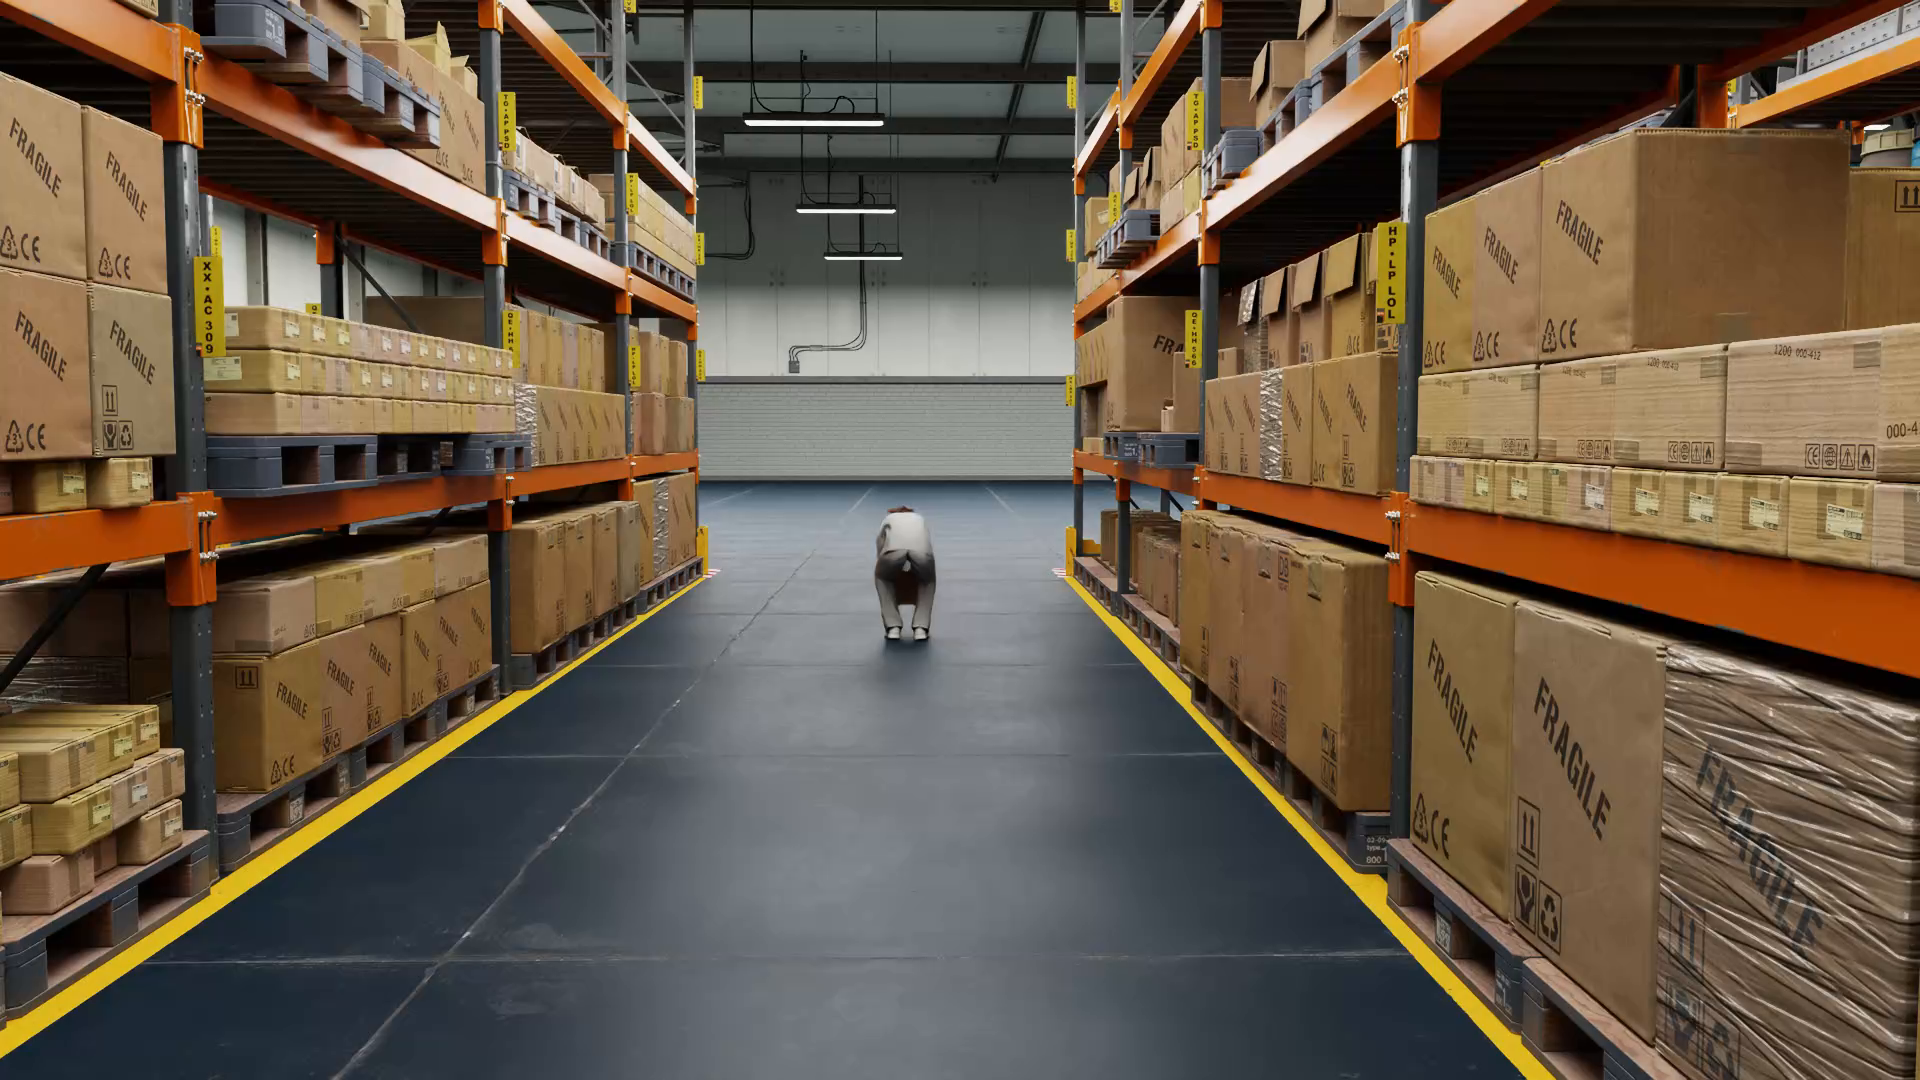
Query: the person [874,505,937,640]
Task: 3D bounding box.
[{"bbox_3d":[-0.403,0.229,12.320,0.463,0.970,0.862,0,4,-4],"label":"person"}]
